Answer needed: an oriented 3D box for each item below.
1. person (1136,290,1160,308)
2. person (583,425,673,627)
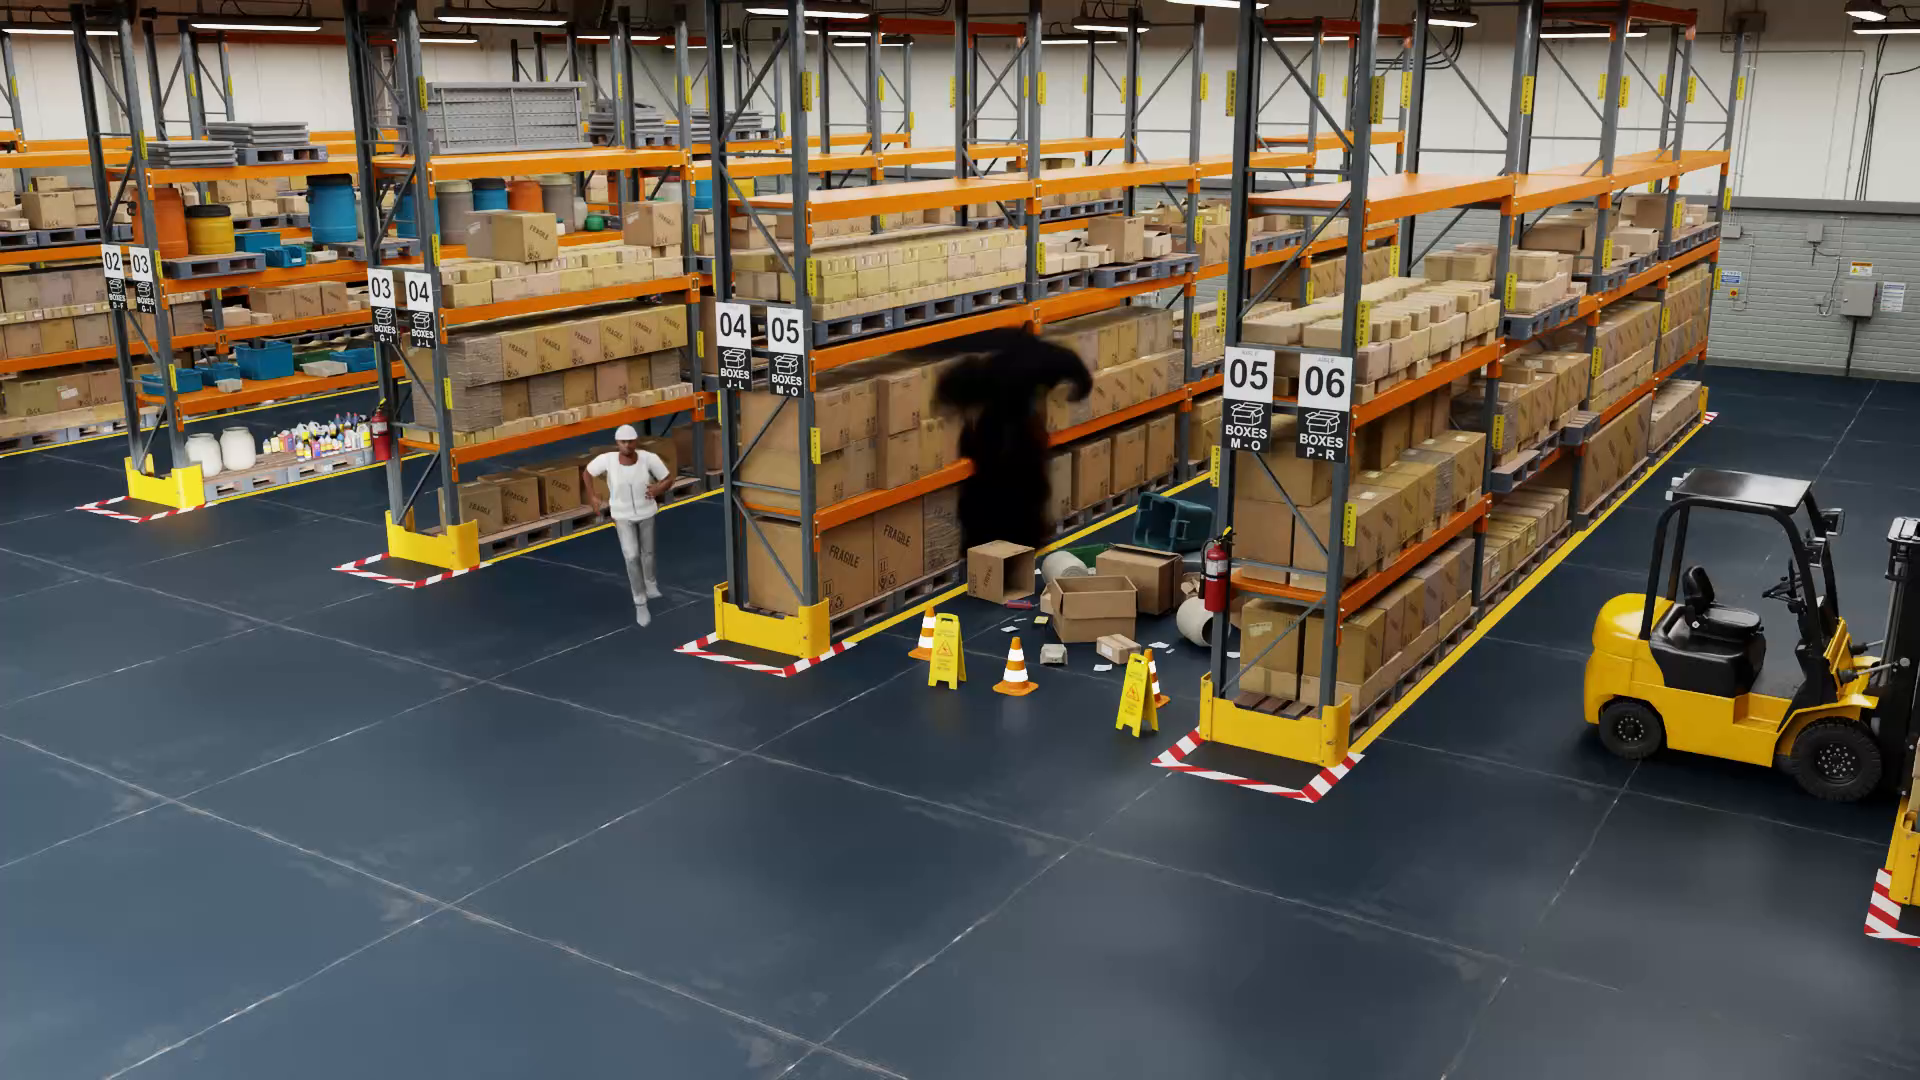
[{"bbox_3d":[3.662,-4.590,32.552,0.612,1.736,0.735,-3,16,-9],"label":"person"},{"bbox_3d":[-3.080,-0.170,15.579,0.806,1.874,0.693,-4,16,-15],"label":"person"}]
